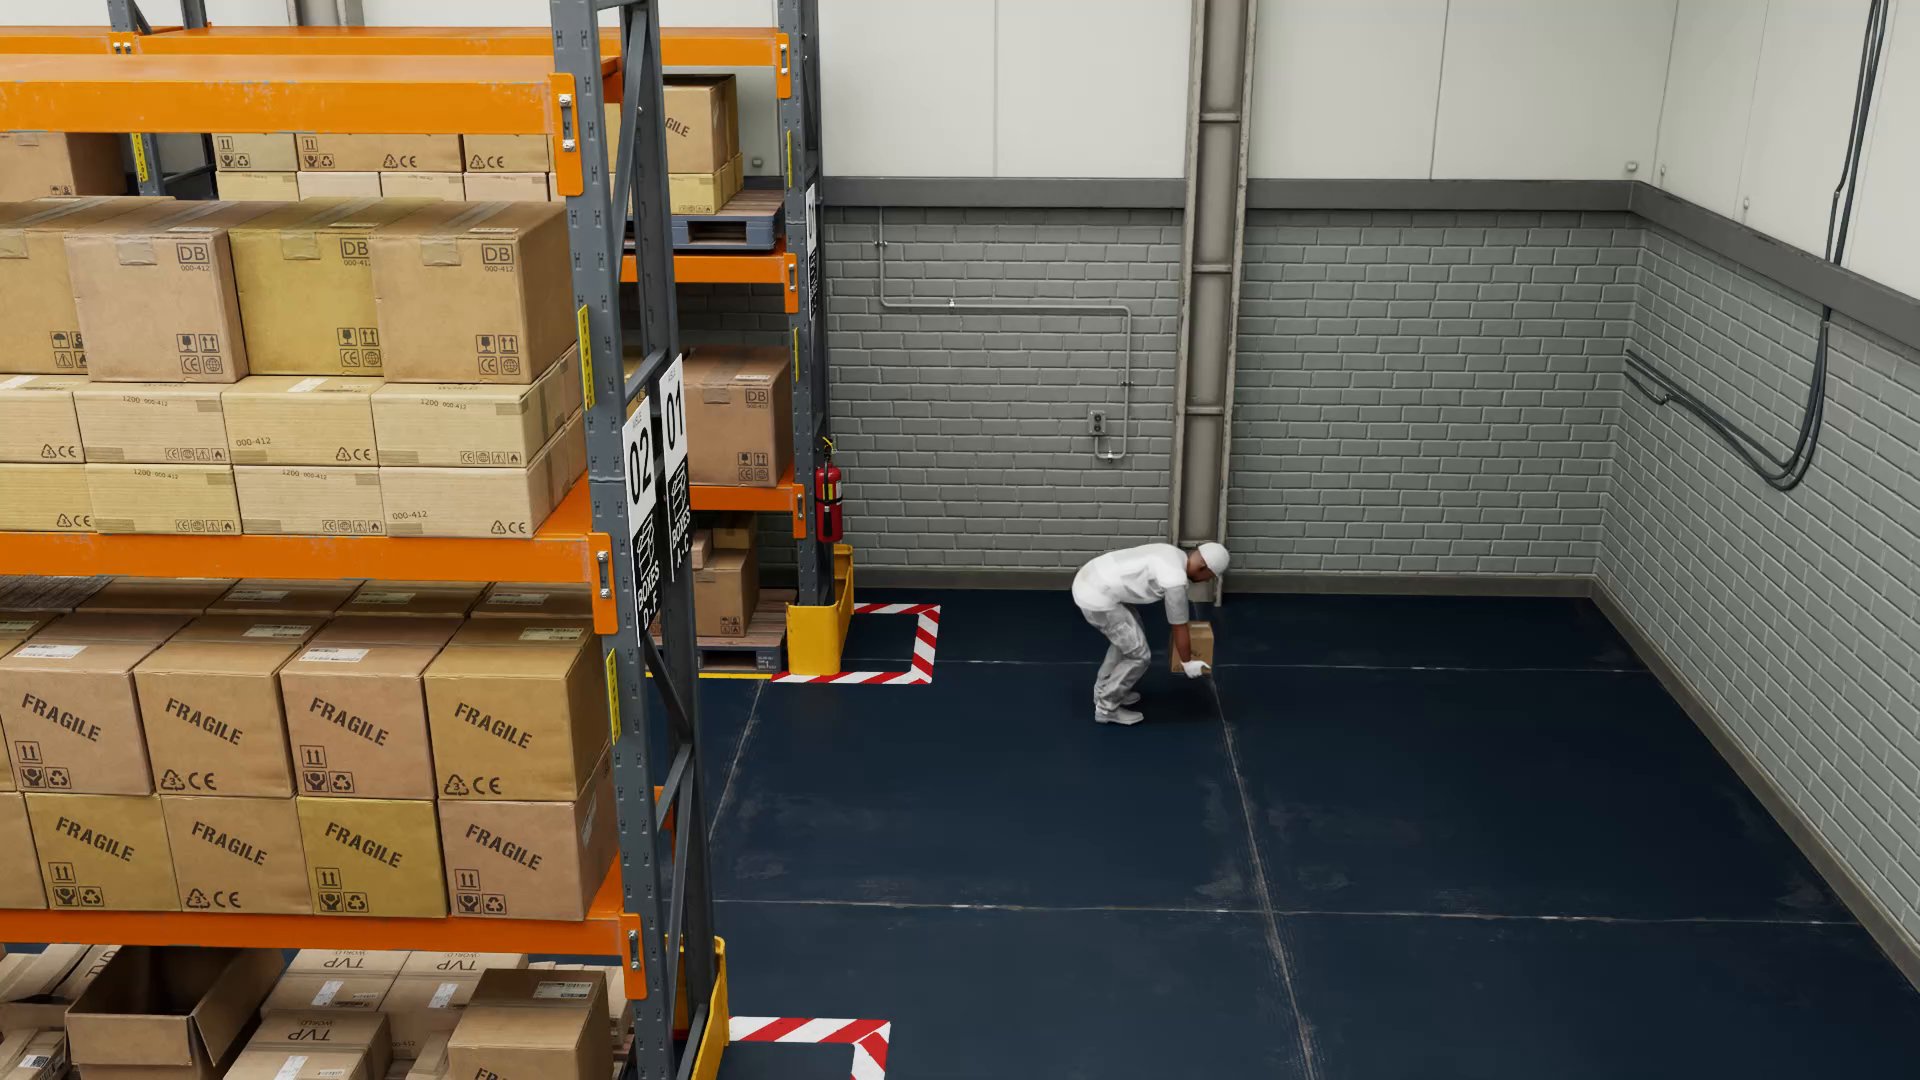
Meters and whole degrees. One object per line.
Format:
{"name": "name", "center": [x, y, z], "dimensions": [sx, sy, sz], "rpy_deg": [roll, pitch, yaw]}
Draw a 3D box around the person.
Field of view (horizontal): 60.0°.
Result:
{"name": "person", "center": [1.187, 0.559, 10.463], "dimensions": [0.970, 1.146, 0.531], "rpy_deg": [0, 21, -1]}
